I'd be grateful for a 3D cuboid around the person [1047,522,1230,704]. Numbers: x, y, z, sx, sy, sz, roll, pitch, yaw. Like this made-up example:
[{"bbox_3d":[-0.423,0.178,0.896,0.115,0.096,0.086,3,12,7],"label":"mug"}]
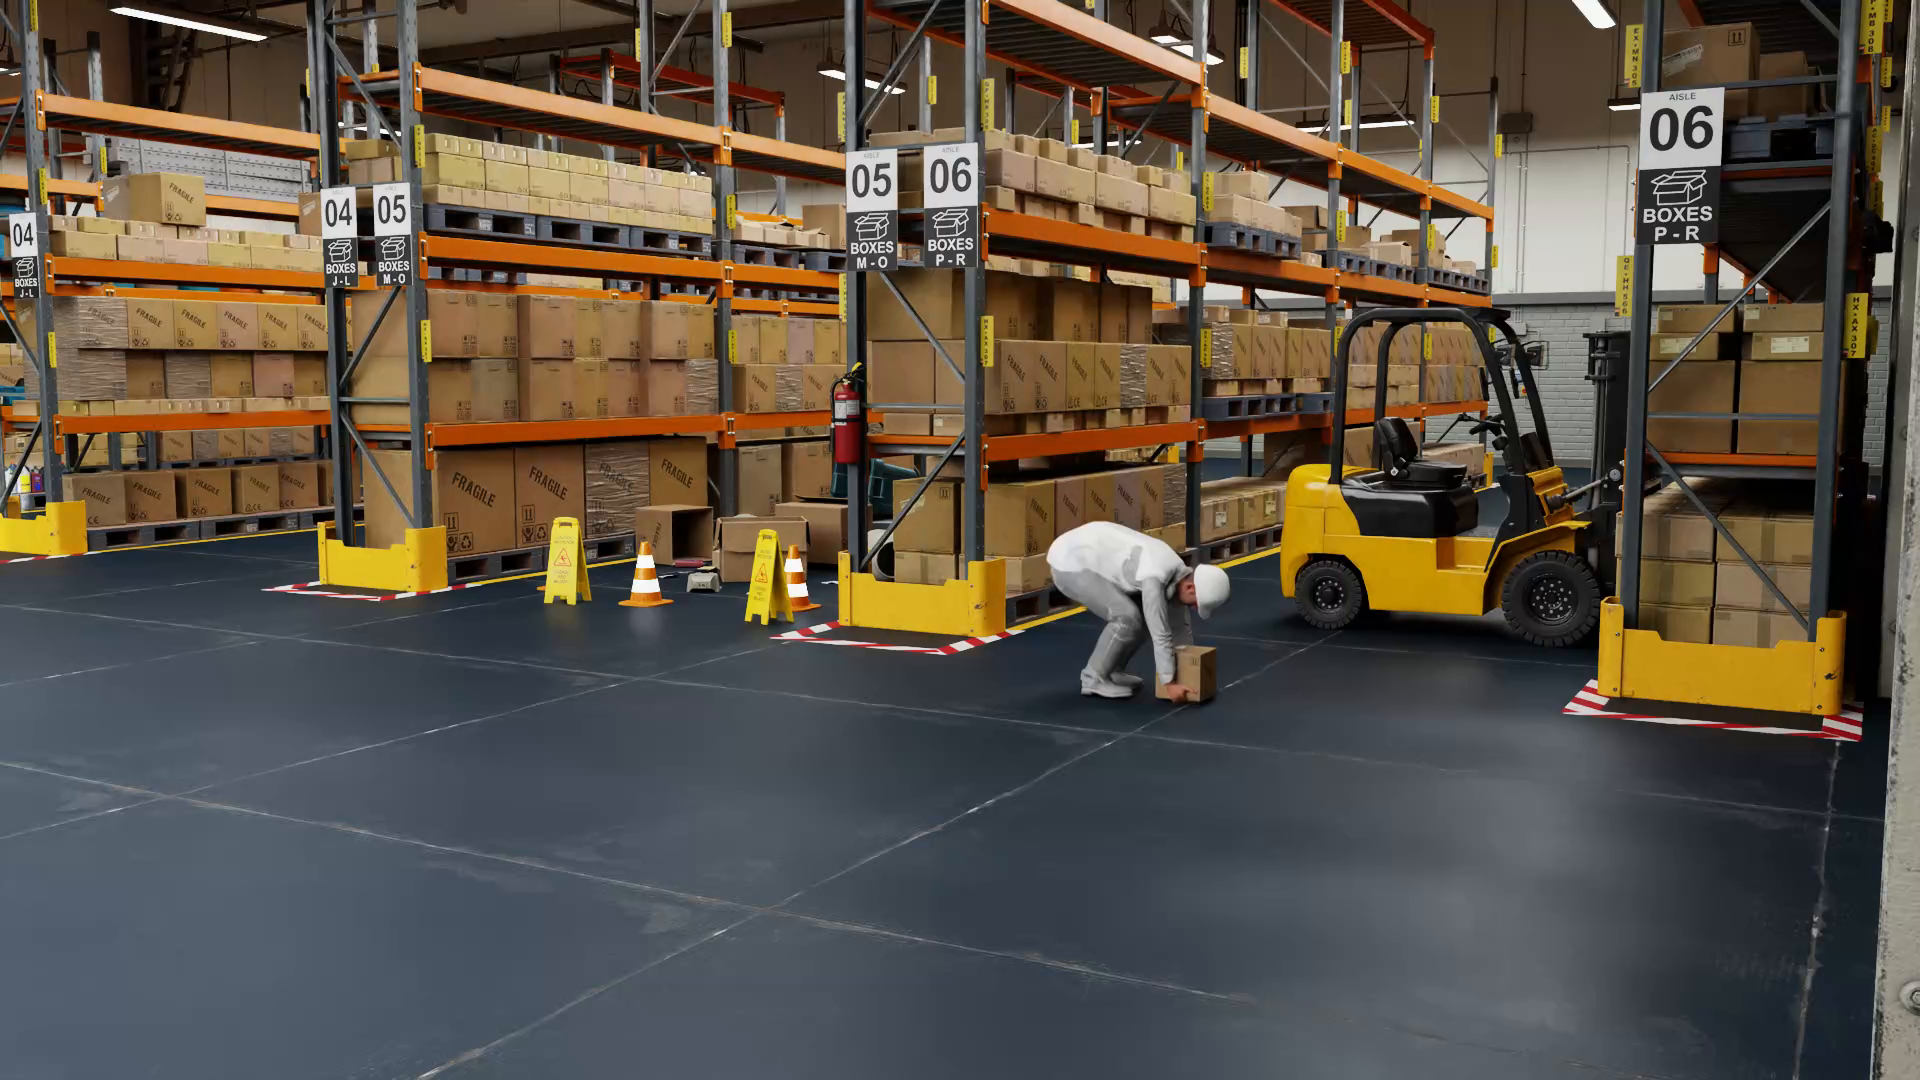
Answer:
[{"bbox_3d":[0.970,0.373,8.960,0.998,0.934,0.510,3,7,26],"label":"person"}]
